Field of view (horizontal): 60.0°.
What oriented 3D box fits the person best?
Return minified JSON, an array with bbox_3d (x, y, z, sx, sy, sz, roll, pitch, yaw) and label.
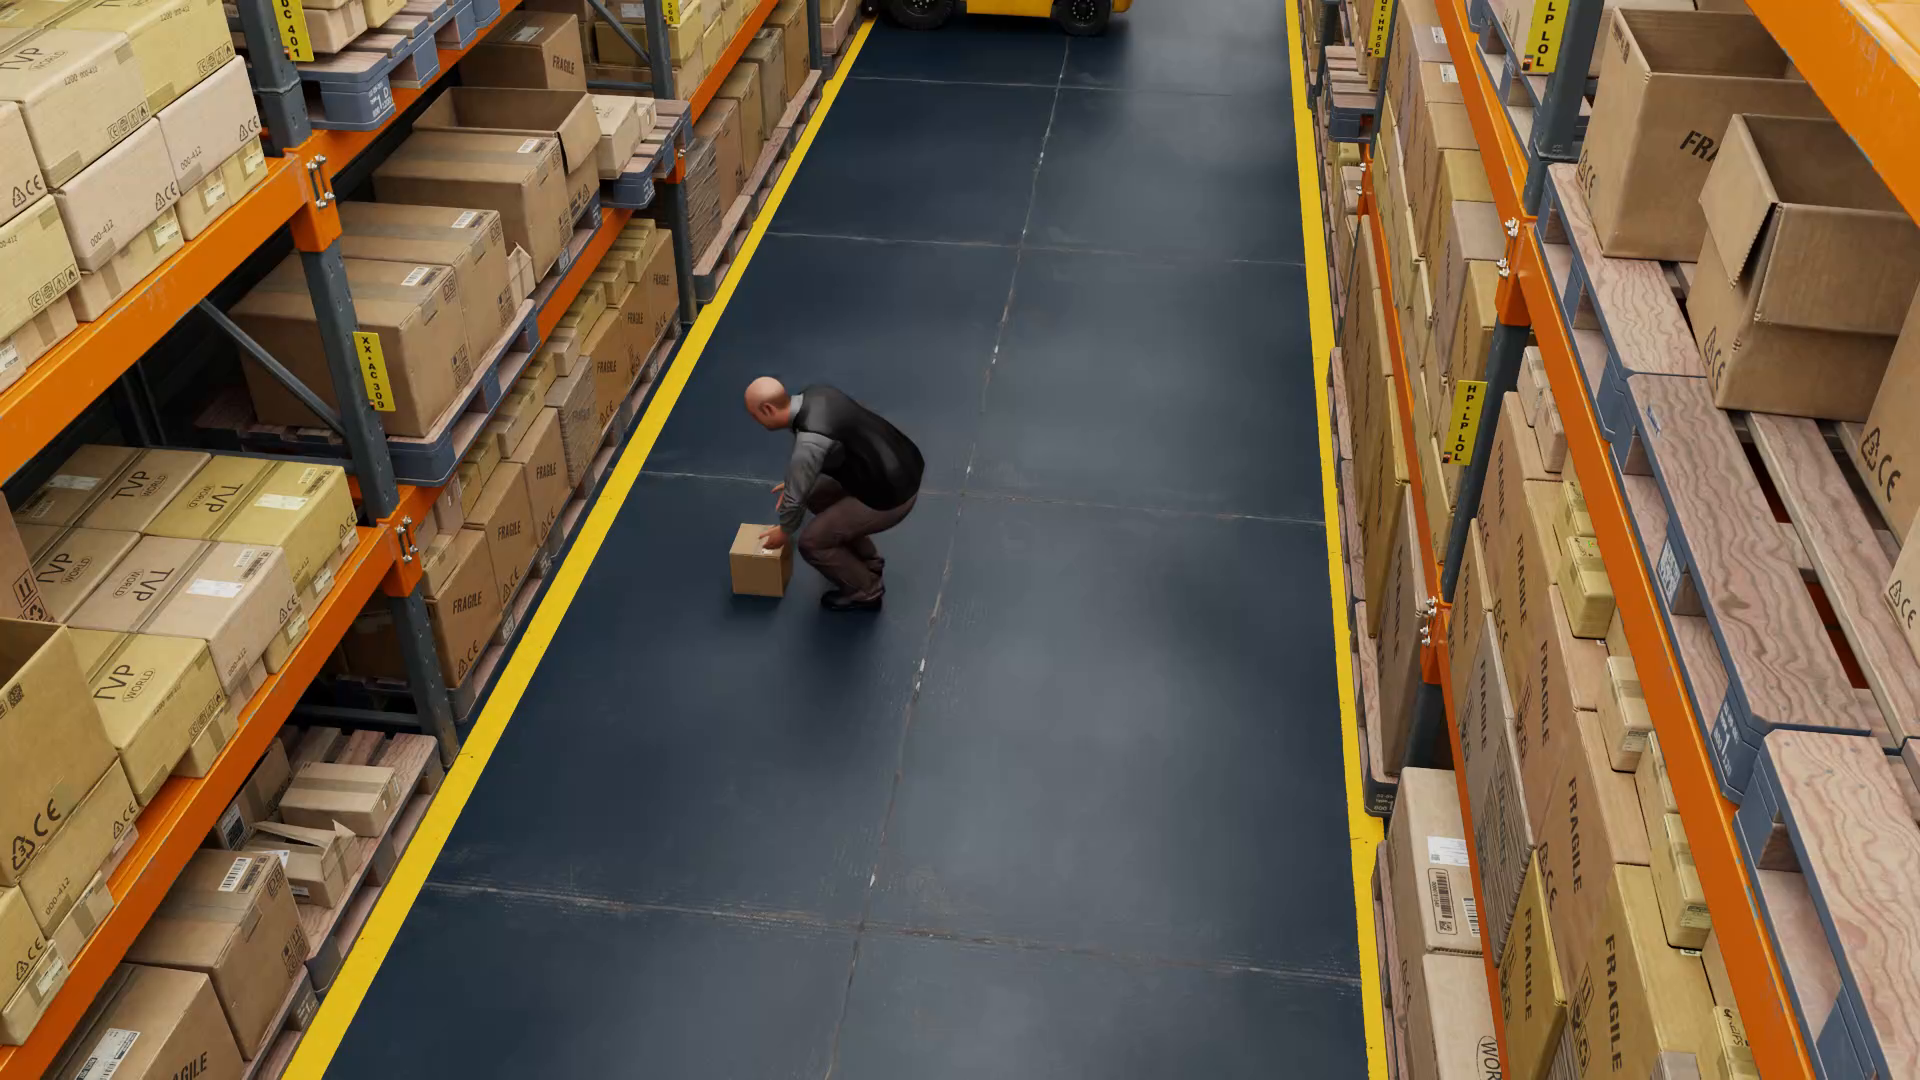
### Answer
[{"bbox_3d":[-0.579,-0.226,7.825,0.805,1.196,0.578,4,36,6],"label":"person"}]
